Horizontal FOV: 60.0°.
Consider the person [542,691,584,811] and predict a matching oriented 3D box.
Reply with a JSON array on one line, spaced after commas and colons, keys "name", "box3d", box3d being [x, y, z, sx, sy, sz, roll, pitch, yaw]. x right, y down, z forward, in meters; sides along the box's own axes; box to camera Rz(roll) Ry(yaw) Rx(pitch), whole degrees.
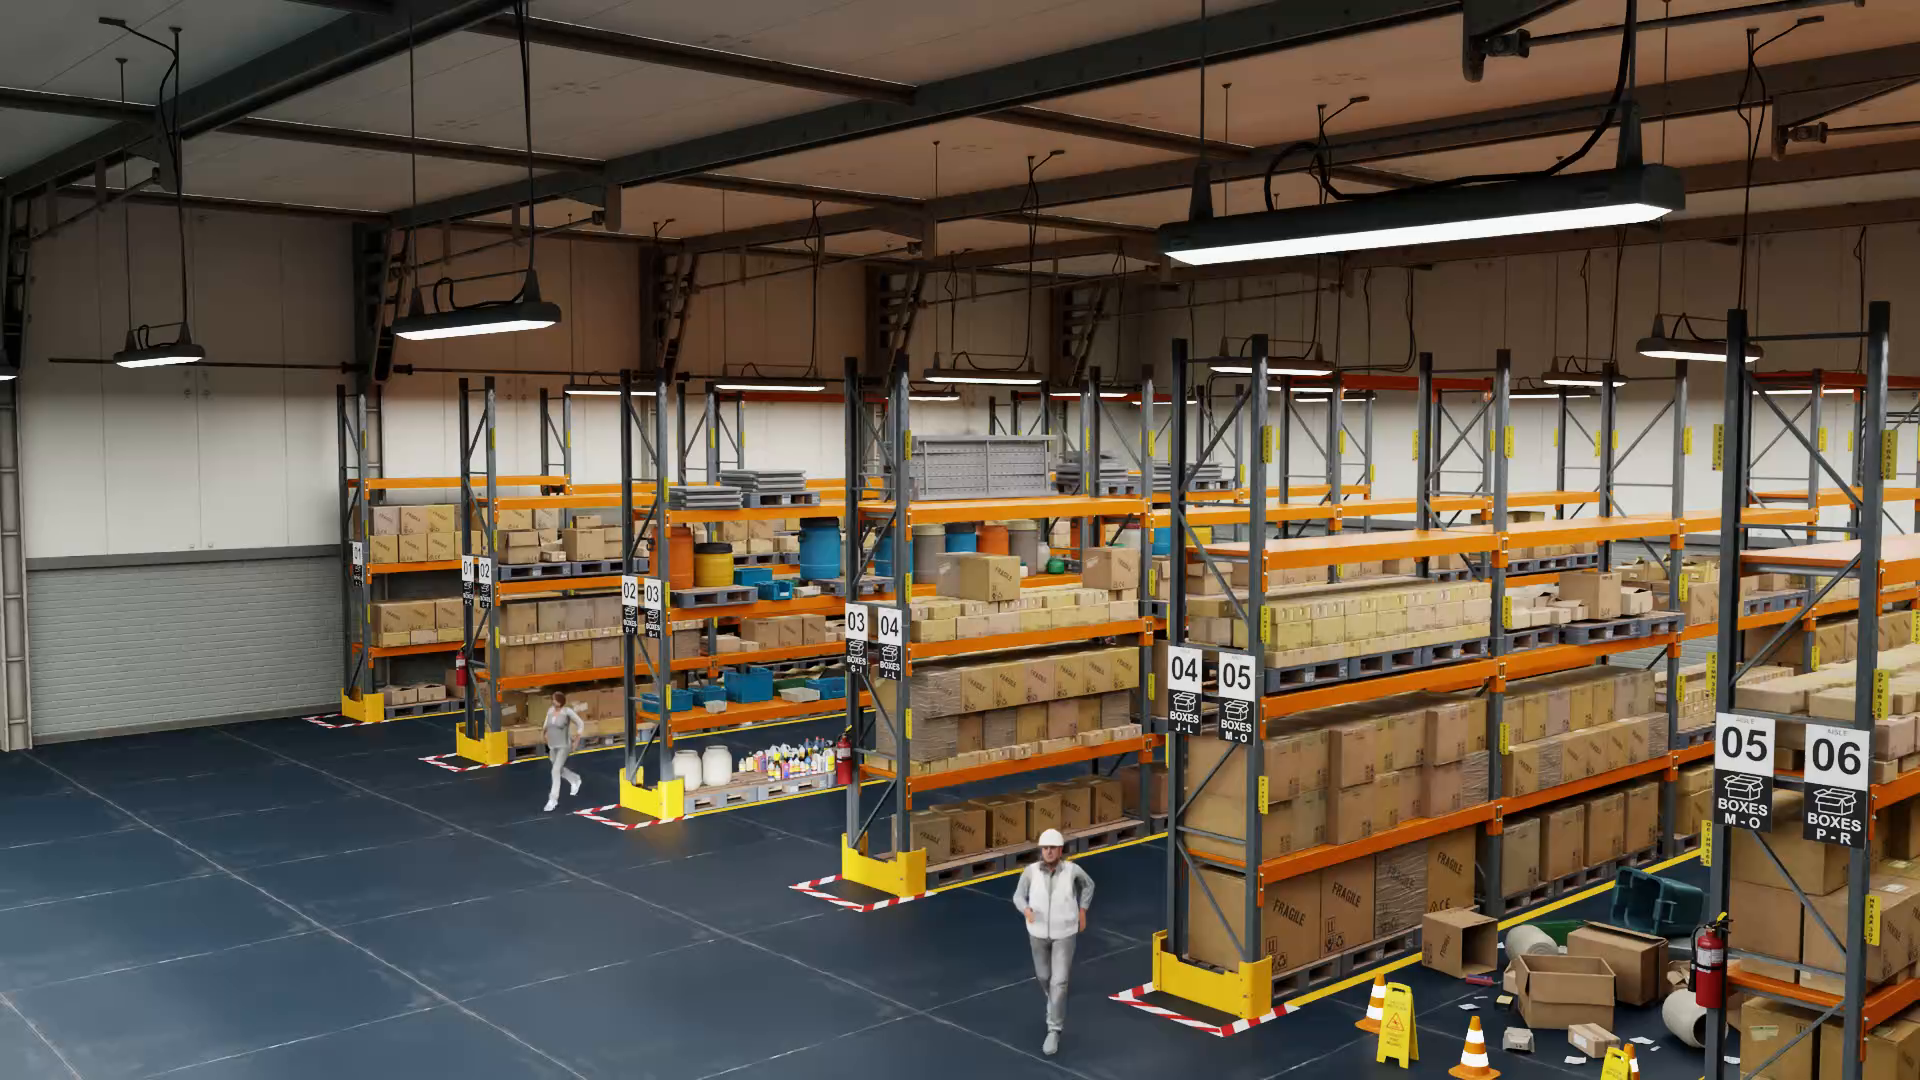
[{"name": "person", "box3d": [-5.499, 2.870, 22.961, 0.577, 1.597, 0.828, 2, 4, 25]}]

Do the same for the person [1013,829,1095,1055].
[{"name": "person", "box3d": [0.788, 3.335, 14.145, 0.667, 1.787, 0.973, 1, 4, 14]}]
